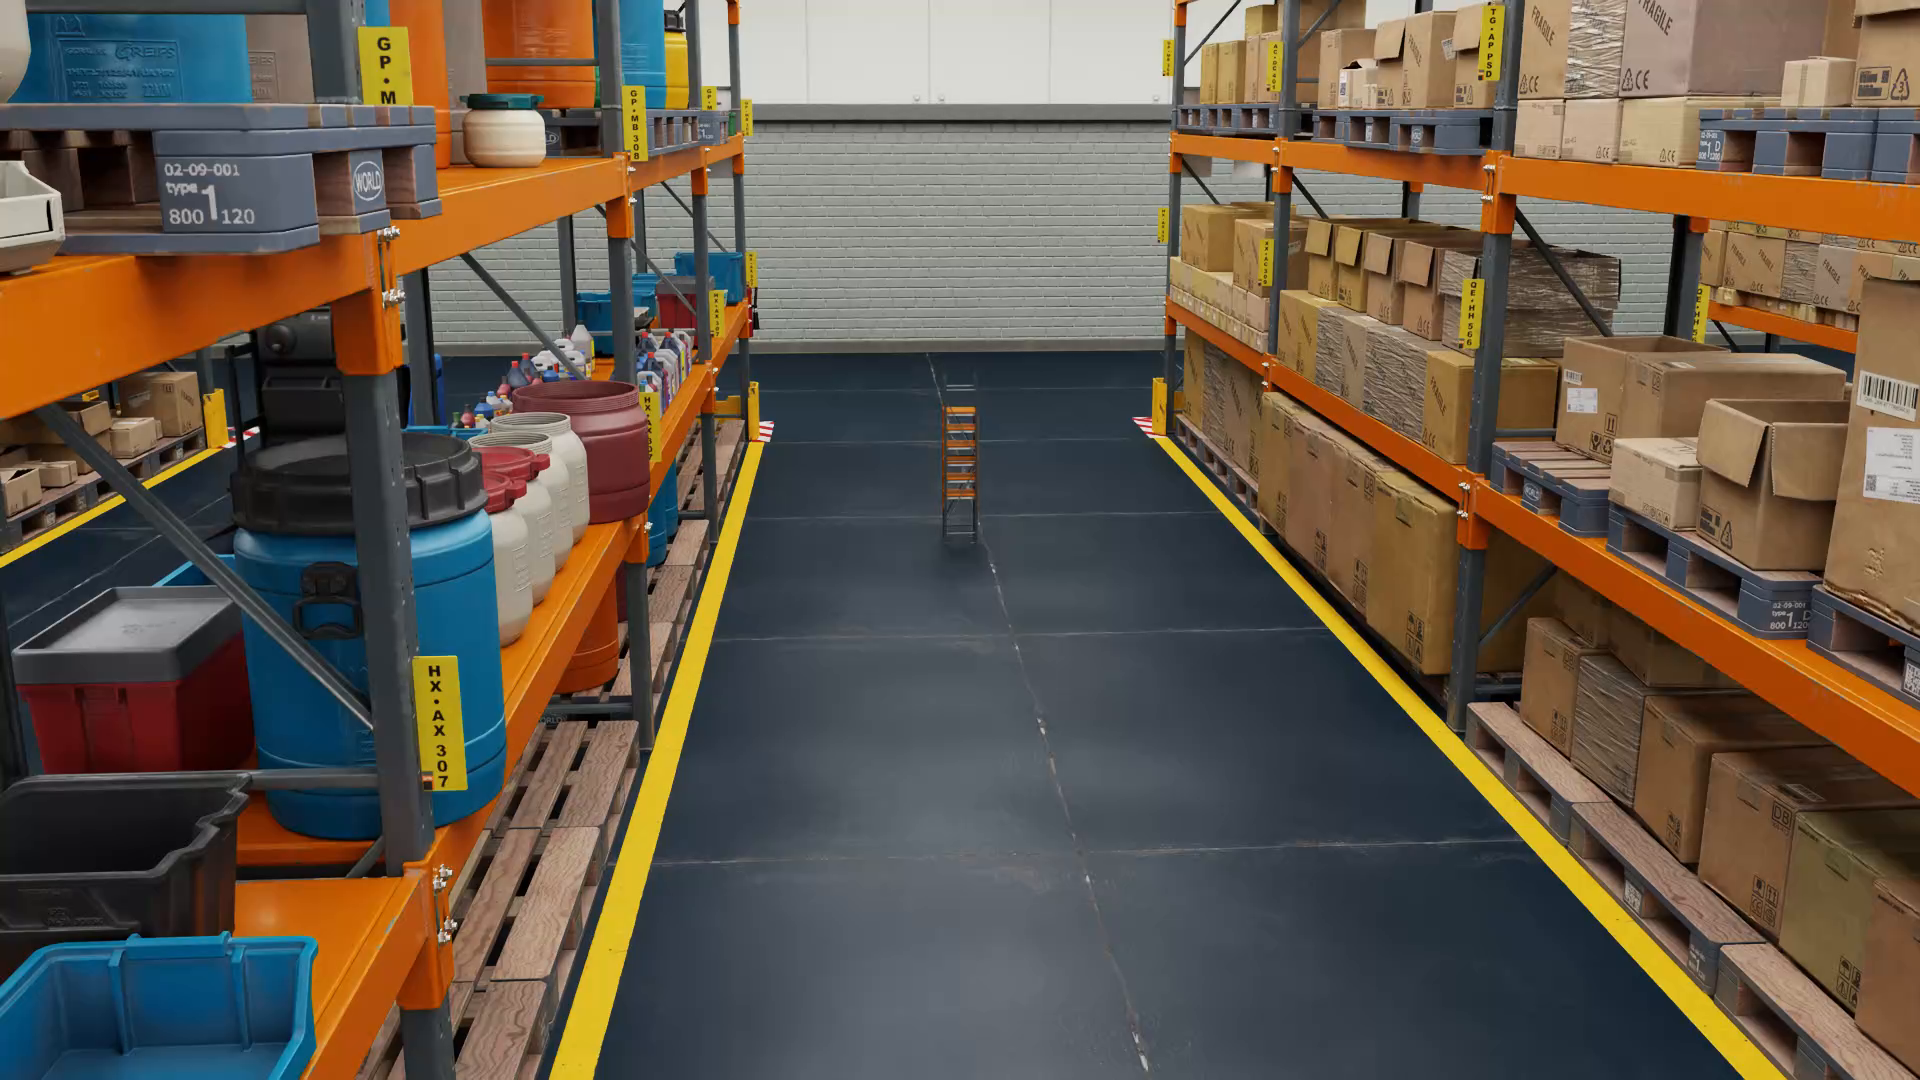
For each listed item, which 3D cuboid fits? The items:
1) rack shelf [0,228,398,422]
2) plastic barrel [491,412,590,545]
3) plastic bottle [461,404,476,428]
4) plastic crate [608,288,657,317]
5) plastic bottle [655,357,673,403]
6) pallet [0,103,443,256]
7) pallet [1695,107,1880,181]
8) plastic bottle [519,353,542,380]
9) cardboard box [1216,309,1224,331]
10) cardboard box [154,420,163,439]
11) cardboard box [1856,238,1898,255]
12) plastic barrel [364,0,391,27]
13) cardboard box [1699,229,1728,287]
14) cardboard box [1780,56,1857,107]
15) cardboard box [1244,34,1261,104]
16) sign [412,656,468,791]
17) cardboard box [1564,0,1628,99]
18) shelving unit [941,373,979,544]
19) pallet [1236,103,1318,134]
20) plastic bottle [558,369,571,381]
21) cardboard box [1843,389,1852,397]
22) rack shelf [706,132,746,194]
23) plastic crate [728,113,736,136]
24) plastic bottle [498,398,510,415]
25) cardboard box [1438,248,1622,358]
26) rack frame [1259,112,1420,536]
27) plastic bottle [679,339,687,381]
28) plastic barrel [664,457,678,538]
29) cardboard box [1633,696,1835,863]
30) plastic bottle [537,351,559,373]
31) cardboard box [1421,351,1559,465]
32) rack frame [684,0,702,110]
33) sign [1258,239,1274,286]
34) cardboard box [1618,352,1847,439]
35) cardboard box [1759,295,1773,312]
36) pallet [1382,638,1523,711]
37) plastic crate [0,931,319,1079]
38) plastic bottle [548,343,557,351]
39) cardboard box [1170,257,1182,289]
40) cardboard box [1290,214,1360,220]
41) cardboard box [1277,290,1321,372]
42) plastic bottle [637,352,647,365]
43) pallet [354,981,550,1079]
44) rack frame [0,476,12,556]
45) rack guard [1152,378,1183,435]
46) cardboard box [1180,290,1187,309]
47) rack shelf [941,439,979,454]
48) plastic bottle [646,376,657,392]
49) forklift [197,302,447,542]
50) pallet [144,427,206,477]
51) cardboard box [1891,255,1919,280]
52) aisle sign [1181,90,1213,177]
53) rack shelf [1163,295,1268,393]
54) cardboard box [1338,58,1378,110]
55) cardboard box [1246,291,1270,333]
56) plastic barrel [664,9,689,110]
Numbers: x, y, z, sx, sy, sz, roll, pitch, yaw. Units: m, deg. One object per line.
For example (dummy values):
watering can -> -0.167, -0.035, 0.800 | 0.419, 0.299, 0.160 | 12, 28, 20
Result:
rack shelf -> -1.618, -0.045, 1.606 | 1.077, 0.370, 4.000 | -1, 14, -3
plastic barrel -> -1.712, -0.235, 6.694 | 0.421, 0.512, 0.421 | 0, 14, 0
plastic bottle -> -2.454, -0.528, 8.293 | 0.061, 0.283, 0.133 | -1, 14, -3
plastic crate -> -2.717, -1.977, 13.905 | 0.416, 0.233, 0.300 | -1, 14, -3
plastic bottle -> -1.813, -0.967, 10.015 | 0.152, 0.276, 0.135 | -1, 14, -3
pallet -> -1.599, -0.622, 2.781 | 1.213, 0.211, 1.003 | -1, 14, -3
pallet -> 3.203, -1.289, 5.375 | 1.213, 0.211, 1.003 | -1, 14, -3
plastic bottle -> -2.499, -0.907, 9.630 | 0.144, 0.351, 0.185 | -1, 14, -3
cardboard box -> 2.281, -1.773, 13.402 | 0.380, 0.149, 0.250 | -1, 14, -4
cardboard box -> -7.214, -0.954, 14.519 | 0.380, 0.166, 0.250 | -1, 14, -3
cardboard box -> 7.327, -2.474, 12.816 | 0.500, 0.500, 0.500 | -1, 14, -5
plastic barrel -> -2.071, -1.582, 5.130 | 0.600, 0.901, 0.708 | -1, 14, -3
cardboard box -> 7.167, -2.627, 15.419 | 0.500, 0.500, 0.500 | 0, 14, -1
cardboard box -> 2.986, -1.522, 5.530 | 0.380, 0.166, 0.250 | -1, 14, -5
cardboard box -> 2.569, -3.585, 12.675 | 0.700, 0.500, 0.500 | 0, 14, -1
sign -> -1.192, 0.422, 3.811 | 0.100, 0.325, 0.005 | -1, 14, -3
cardboard box -> 2.754, -2.006, 6.578 | 0.500, 0.500, 0.500 | -1, 14, -3
shelving unit -> 0.001, -0.577, 11.863 | 0.258, 1.200, 0.189 | -1, 14, -3
pallet -> 2.666, -3.118, 12.282 | 1.003, 0.211, 1.213 | -1, 14, -3
plastic bottle -> -2.394, -0.929, 10.017 | 0.097, 0.201, 0.097 | 0, 14, 0
cardboard box -> 7.733, -1.209, 14.391 | 0.380, 0.149, 0.250 | -1, 14, -5
rack shelf -> -2.361, -3.030, 13.205 | 1.077, 0.370, 4.000 | -1, 14, -3
plastic crate -> -2.139, -3.532, 14.139 | 0.450, 0.188, 0.336 | -1, 14, -3
plastic bottle -> -2.480, -0.662, 8.980 | 0.097, 0.201, 0.097 | 0, 14, 0
cardboard box -> 2.925, -1.226, 8.557 | 0.797, 0.503, 0.637 | 0, 14, -2
rack frame -> 2.706, -1.504, 11.853 | 1.000, 3.000, 0.127 | -1, 14, -3
plastic bottle -> -1.867, -1.184, 10.857 | 0.152, 0.276, 0.135 | -1, 14, -3
plastic barrel -> -2.220, -0.479, 11.238 | 0.600, 0.901, 0.708 | -1, 14, -3
cardboard box -> 3.105, 0.933, 6.514 | 0.700, 0.500, 0.500 | 0, 14, 1
plastic bottle -> -2.531, -1.016, 10.206 | 0.152, 0.276, 0.135 | -1, 14, -3
cardboard box -> 2.676, -0.677, 8.436 | 0.500, 0.500, 0.500 | 0, 14, -2
rack frame -> -2.237, -4.333, 10.808 | 1.000, 3.000, 0.127 | -1, 14, -3
sign -> 2.153, -1.953, 11.701 | 0.100, 0.325, 0.005 | -1, 14, -3
cardboard box -> 3.162, -0.490, 6.869 | 0.700, 0.500, 0.500 | 1, 14, 5
cardboard box -> 7.274, -2.083, 14.605 | 0.380, 0.149, 0.250 | -1, 14, -4
pallet -> 2.981, 0.644, 9.101 | 1.003, 0.211, 1.213 | -1, 14, -3
plastic crate -> -1.402, 0.905, 2.788 | 0.499, 0.251, 0.616 | -1, 14, -3
plastic bottle -> -2.586, -1.124, 10.634 | 0.097, 0.271, 0.097 | 0, 14, 0
cardboard box -> 2.219, -2.447, 15.221 | 0.500, 0.250, 0.500 | -1, 14, -5
cardboard box -> 2.872, -2.314, 13.199 | 0.500, 0.500, 0.500 | -1, 14, -5
cardboard box -> 2.485, -1.434, 11.381 | 0.500, 0.500, 0.500 | -1, 14, -3
plastic bottle -> -1.951, -1.016, 10.214 | 0.097, 0.271, 0.097 | 0, 14, 0
pallet -> -1.829, 1.718, 4.927 | 1.003, 0.211, 1.213 | -1, 14, -3
rack frame -> -7.181, -1.352, 11.262 | 1.000, 3.000, 0.127 | -1, 14, -3
rack guard -> 2.457, -1.294, 16.054 | 1.175, 0.500, 0.348 | -1, 14, -3
cardboard box -> 2.185, -2.157, 14.892 | 0.380, 0.149, 0.250 | -1, 14, -5
rack shelf -> 0.001, -0.651, 11.844 | 0.258, 0.103, 0.180 | -1, 14, -3
plastic bottle -> -1.720, -0.777, 9.261 | 0.061, 0.283, 0.133 | -1, 14, -3
forklift -> -4.790, -1.572, 12.256 | 1.130, 2.935, 3.031 | 0, 14, 0
pallet -> -7.374, -0.779, 14.632 | 1.003, 0.211, 1.213 | -1, 14, -3
cardboard box -> 7.351, -1.864, 12.454 | 0.500, 0.500, 0.500 | -1, 14, -3
aisle sign -> 2.155, -3.771, 15.447 | 0.394, 0.787, 0.004 | -1, 14, -3
rack shelf -> 2.582, -1.653, 13.876 | 1.077, 0.370, 4.000 | -1, 14, -3
cardboard box -> 2.684, -2.843, 10.372 | 0.500, 0.311, 0.500 | -1, 14, -5
cardboard box -> 2.417, -1.681, 12.246 | 0.500, 0.250, 0.500 | -1, 14, -4
plastic barrel -> -1.978, -2.951, 10.236 | 0.600, 0.588, 0.600 | 0, 14, 0
